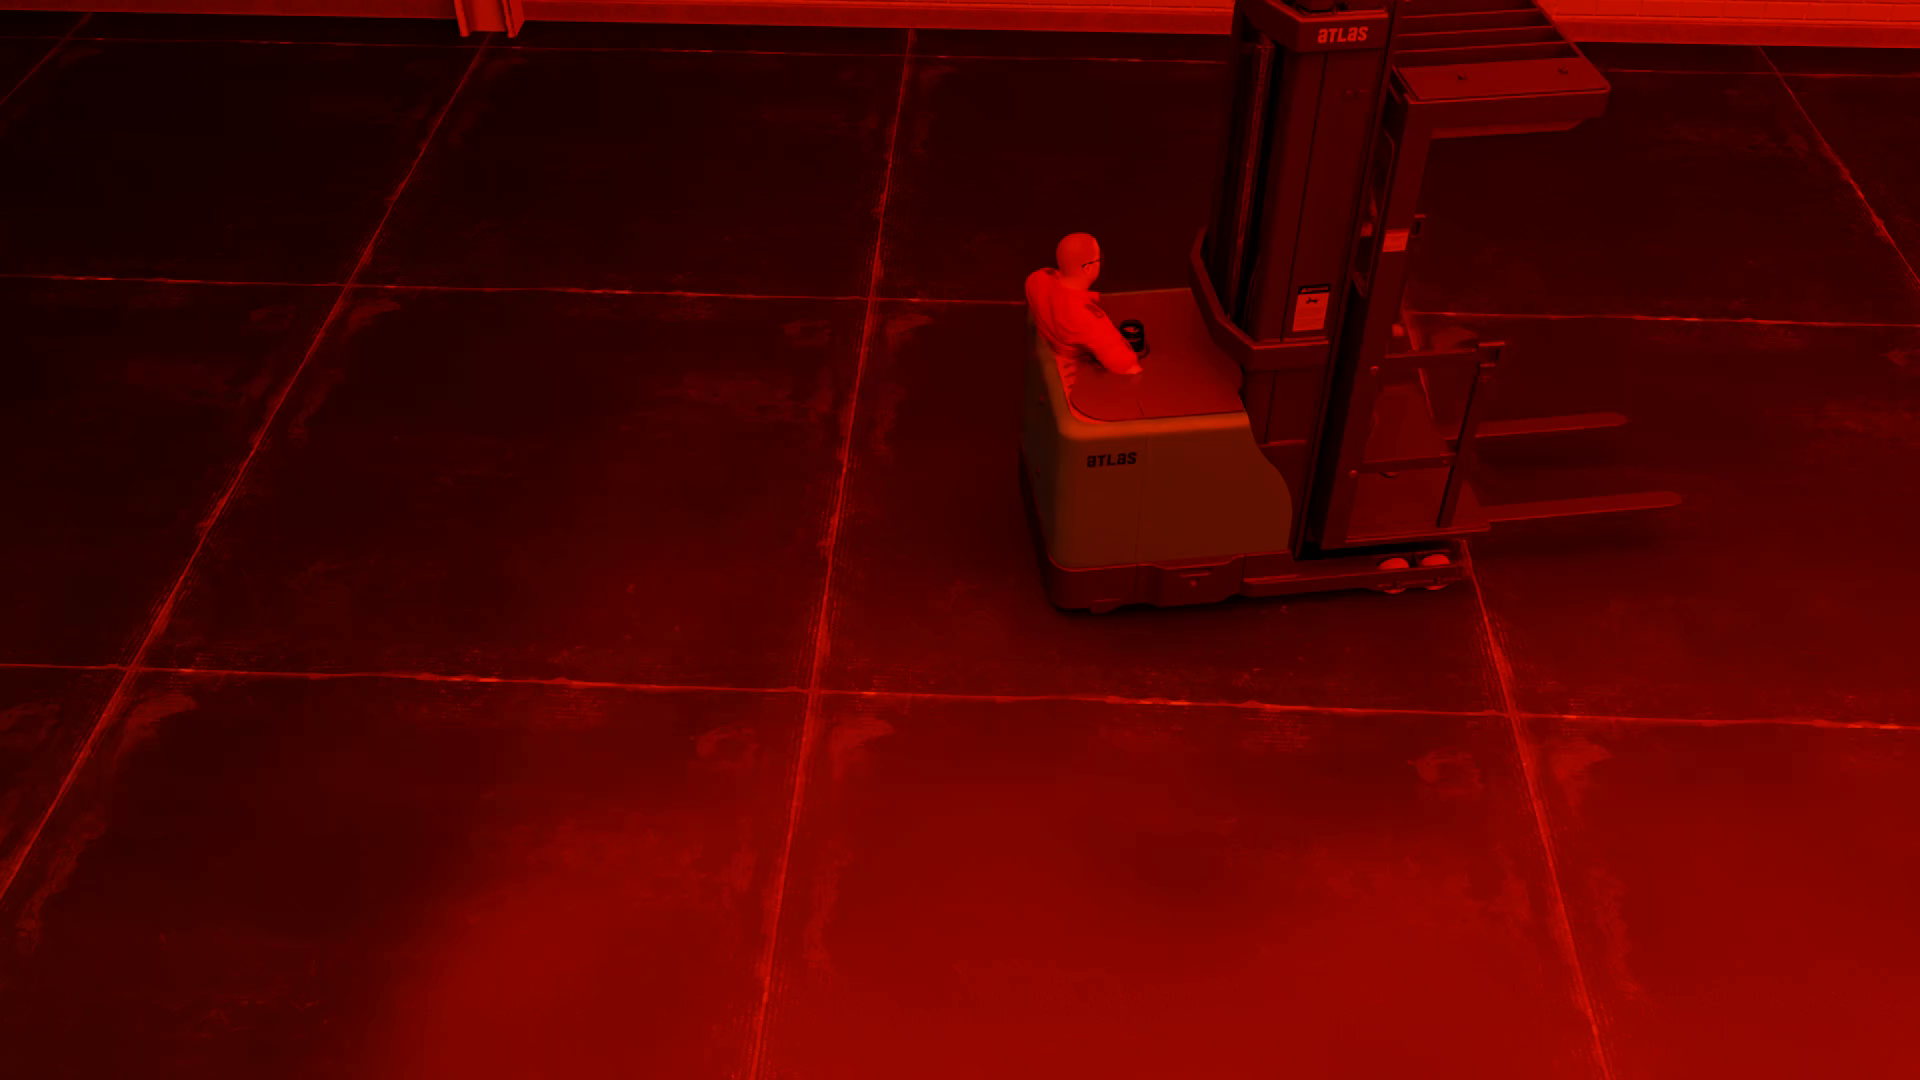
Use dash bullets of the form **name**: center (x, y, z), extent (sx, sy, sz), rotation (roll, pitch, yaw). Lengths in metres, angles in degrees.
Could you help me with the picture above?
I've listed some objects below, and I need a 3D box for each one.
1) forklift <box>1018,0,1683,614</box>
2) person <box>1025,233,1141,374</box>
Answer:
- **forklift**: center (1.842, -1.189, 7.044), extent (3.031, 2.935, 1.130), rotation (-5, 43, -5)
- **person**: center (0.678, -0.707, 7.559), extent (0.650, 1.637, 0.859), rotation (-24, 47, -24)
